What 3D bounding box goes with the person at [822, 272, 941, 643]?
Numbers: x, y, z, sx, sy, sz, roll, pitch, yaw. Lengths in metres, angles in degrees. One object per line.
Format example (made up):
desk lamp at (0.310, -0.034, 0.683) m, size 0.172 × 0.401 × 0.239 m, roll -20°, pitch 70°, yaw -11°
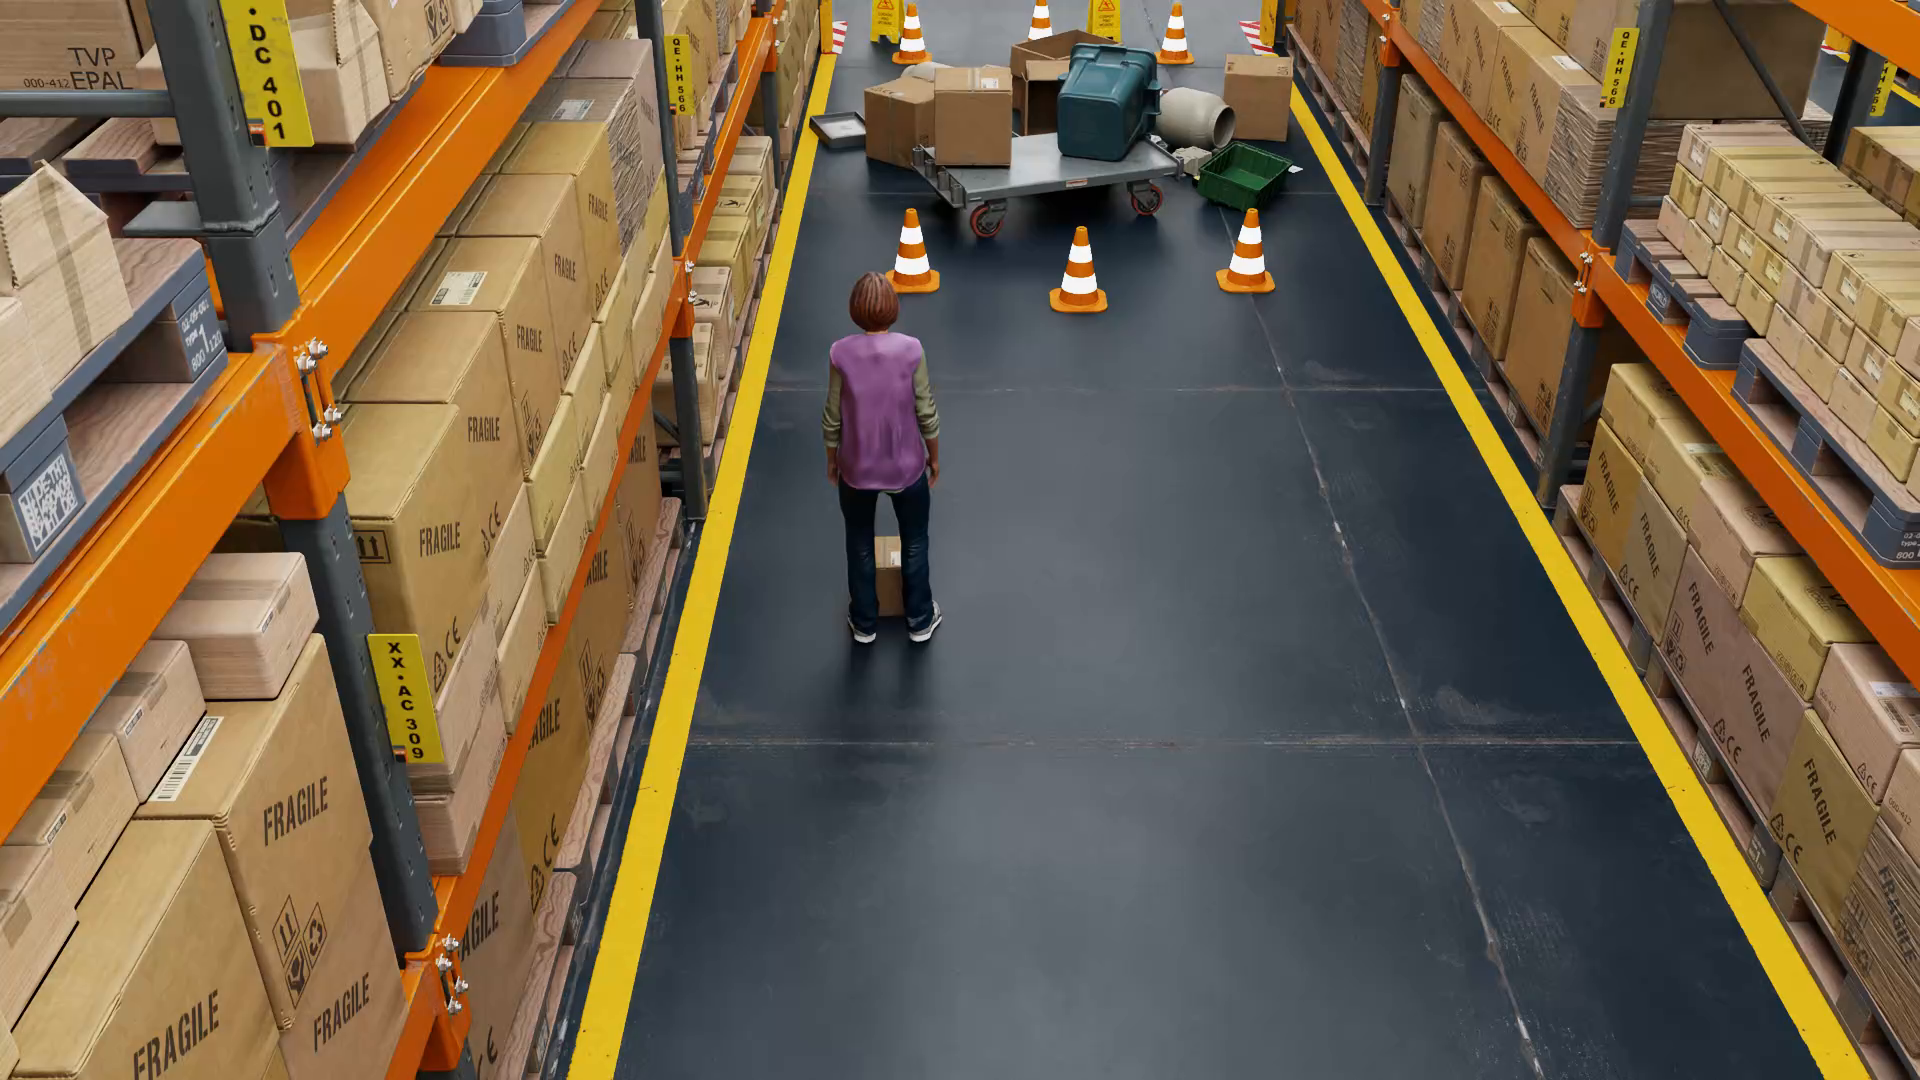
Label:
person at (-0.309, -0.286, 6.606) m, size 0.459 × 1.591 × 0.346 m, roll 0°, pitch 32°, yaw 0°
